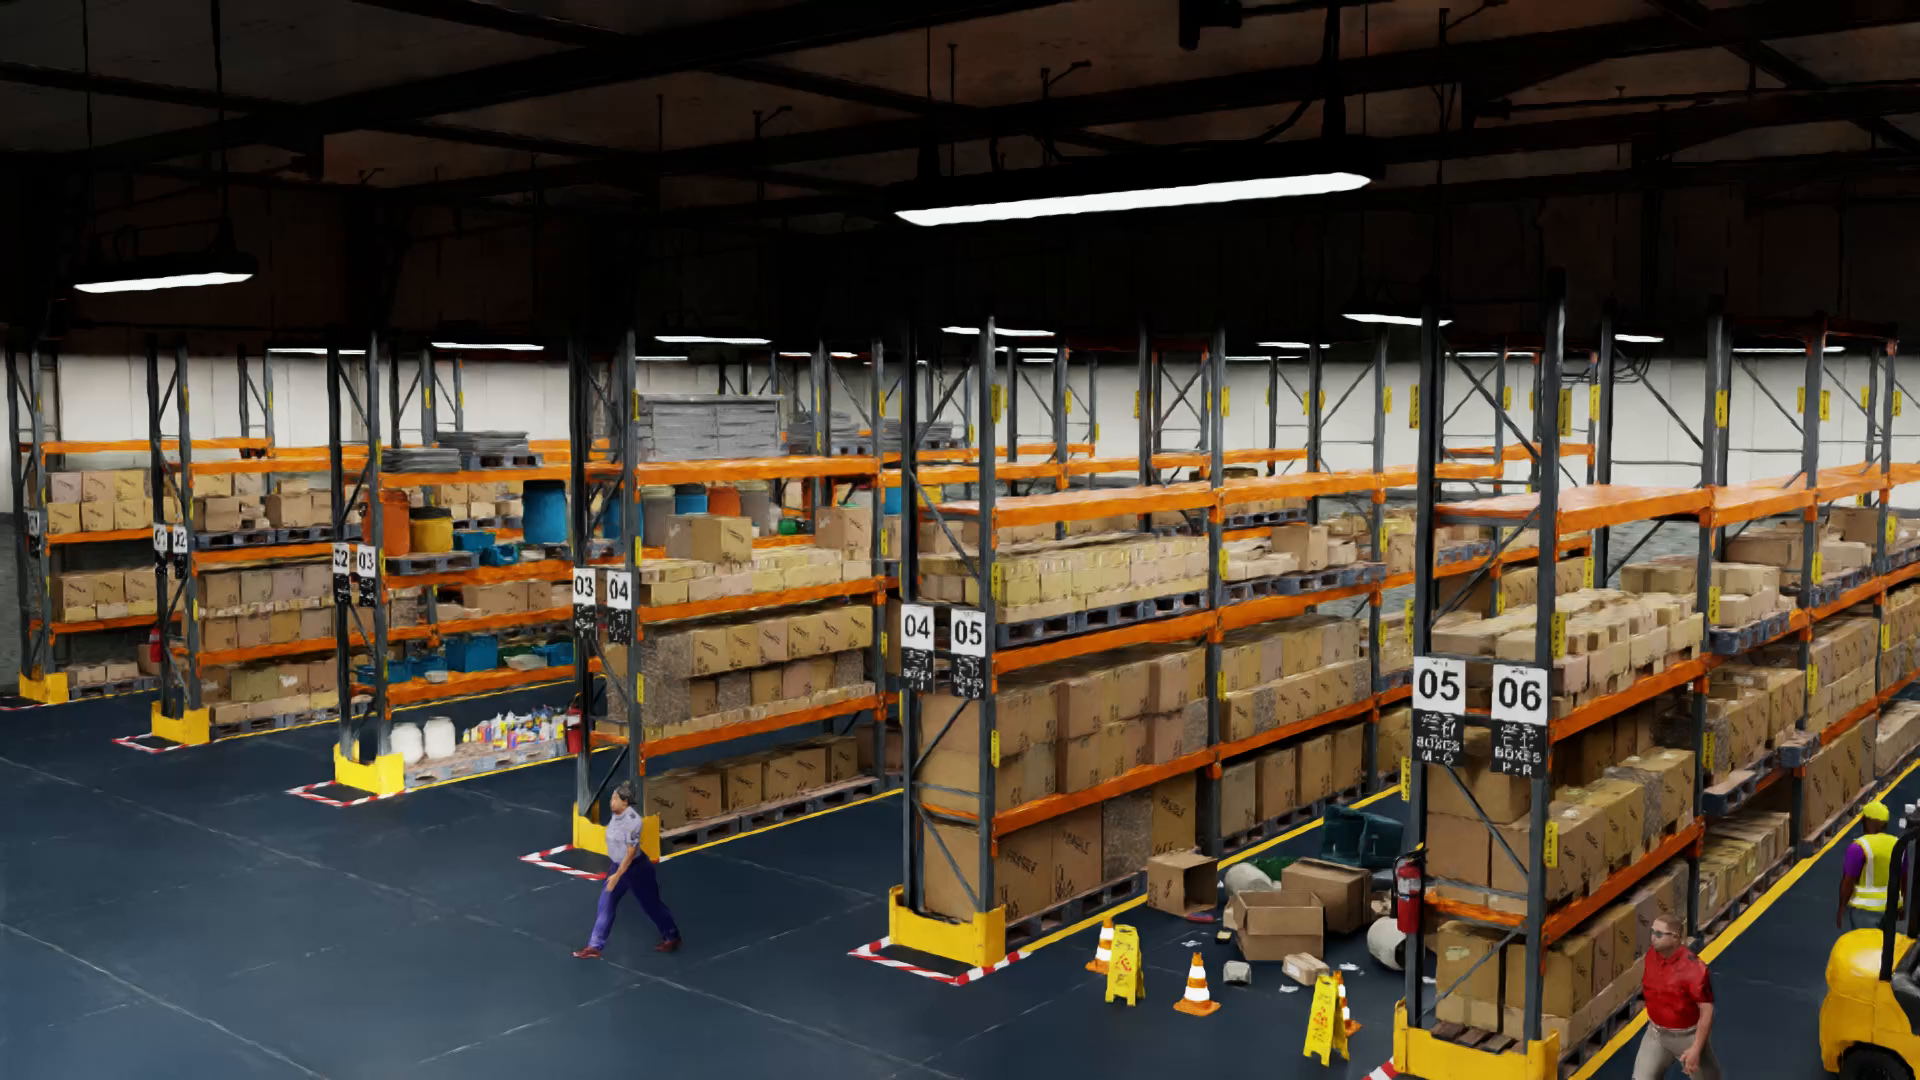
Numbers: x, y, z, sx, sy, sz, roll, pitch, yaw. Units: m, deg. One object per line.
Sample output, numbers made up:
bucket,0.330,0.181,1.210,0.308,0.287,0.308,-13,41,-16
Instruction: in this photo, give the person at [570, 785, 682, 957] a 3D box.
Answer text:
person,-3.026,3.046,15.138,1.002,1.497,0.477,-5,7,-42

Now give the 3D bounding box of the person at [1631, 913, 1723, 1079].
person,4.844,3.326,11.149,0.973,1.684,0.605,-2,6,-24

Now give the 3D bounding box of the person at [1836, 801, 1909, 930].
person,7.555,3.029,13.816,0.673,1.763,0.580,-2,5,-20
